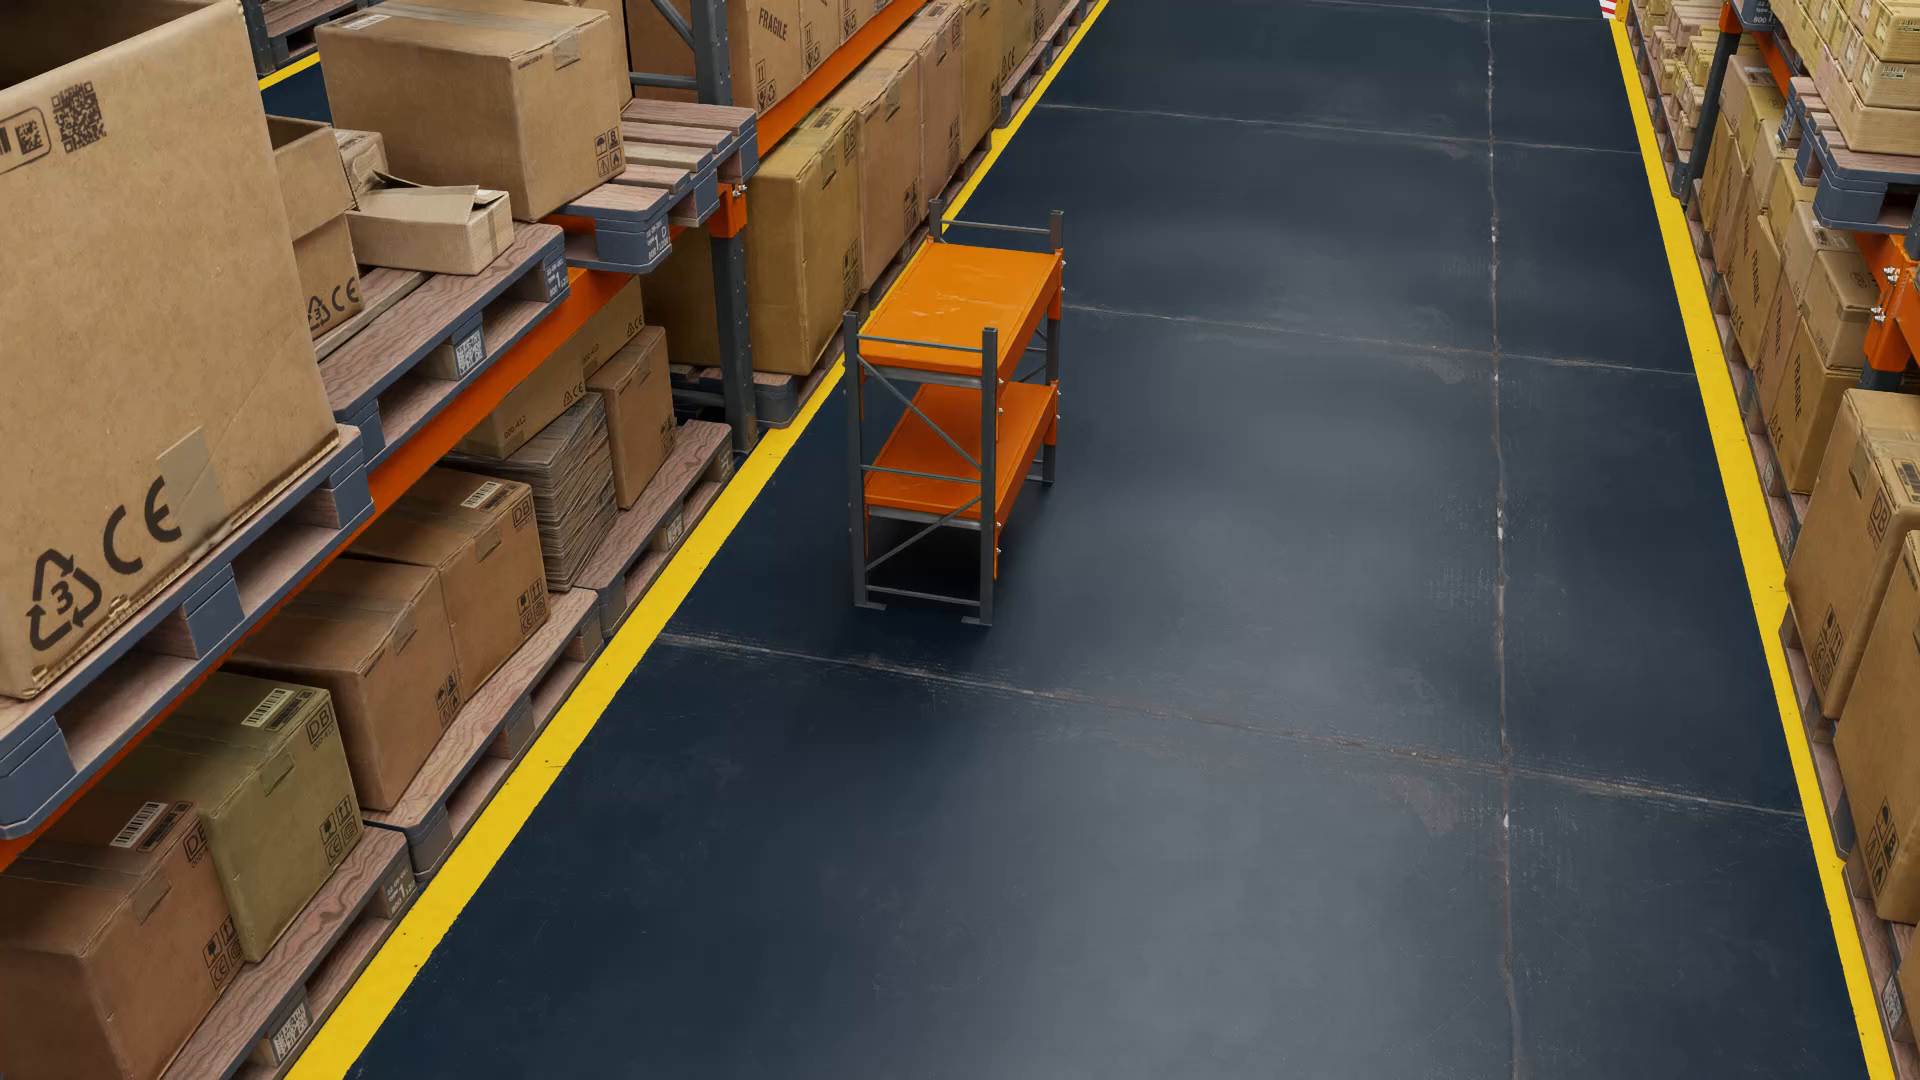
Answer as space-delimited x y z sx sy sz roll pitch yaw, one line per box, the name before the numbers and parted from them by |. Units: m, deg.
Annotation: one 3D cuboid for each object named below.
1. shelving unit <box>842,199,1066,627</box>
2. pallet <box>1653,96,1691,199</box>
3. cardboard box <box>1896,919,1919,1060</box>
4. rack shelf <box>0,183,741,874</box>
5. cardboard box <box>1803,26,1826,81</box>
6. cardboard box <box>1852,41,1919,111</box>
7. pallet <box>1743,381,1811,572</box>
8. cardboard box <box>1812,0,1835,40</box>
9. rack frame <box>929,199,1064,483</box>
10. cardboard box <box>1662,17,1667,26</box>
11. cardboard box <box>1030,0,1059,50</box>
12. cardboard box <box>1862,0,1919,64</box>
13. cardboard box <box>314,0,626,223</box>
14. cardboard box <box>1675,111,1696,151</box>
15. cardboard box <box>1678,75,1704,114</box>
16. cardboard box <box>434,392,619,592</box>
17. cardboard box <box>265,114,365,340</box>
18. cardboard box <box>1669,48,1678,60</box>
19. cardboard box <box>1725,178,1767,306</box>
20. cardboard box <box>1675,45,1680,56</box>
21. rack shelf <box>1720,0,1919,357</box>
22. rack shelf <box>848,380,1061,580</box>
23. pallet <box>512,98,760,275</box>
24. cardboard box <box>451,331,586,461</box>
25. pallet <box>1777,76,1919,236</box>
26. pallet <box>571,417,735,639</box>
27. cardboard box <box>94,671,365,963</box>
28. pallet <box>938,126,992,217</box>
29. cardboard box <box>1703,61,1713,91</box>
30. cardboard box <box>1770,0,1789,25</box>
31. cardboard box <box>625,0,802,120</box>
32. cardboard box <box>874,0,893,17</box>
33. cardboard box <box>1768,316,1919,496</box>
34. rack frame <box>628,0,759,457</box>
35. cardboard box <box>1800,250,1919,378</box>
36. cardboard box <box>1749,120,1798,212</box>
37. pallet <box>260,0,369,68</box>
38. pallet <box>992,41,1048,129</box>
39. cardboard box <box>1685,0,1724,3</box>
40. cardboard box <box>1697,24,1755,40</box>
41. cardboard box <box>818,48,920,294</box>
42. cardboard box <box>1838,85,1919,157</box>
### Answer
shelving unit | 0.002 -0.478 5.954 0.538 1.125 1.048 8 33 12
pallet | 4.591 -2.231 9.563 1.003 0.211 1.213 8 33 12
cardboard box | 2.744 1.035 3.532 1.050 0.750 0.750 8 33 12
rack shelf | -1.840 -0.365 4.699 1.077 0.370 4.000 8 33 12
cardboard box | 3.317 -1.759 6.064 0.380 0.149 0.250 8 33 12
cardboard box | 3.125 -1.494 5.369 0.380 0.149 0.250 9 33 13
pallet | 3.639 -0.207 6.379 1.003 0.211 1.213 8 33 12
cardboard box | 3.319 -1.899 6.007 0.380 0.149 0.250 8 33 12
rack frame | 0.131 -0.742 6.369 0.500 1.125 0.032 8 33 12
cardboard box | 4.840 -3.336 10.968 0.380 0.149 0.250 8 33 12
cardboard box | 0.156 -3.861 11.117 0.875 0.875 0.875 8 33 12
cardboard box | 3.121 -1.618 5.287 0.380 0.149 0.250 7 33 10
cardboard box | -1.476 -1.337 5.072 0.700 0.500 0.500 13 35 19
cardboard box | 4.225 -2.278 9.304 0.380 0.149 0.250 8 33 13
cardboard box | 4.284 -2.503 9.380 0.380 0.149 0.250 6 33 10
cardboard box | -1.611 -0.197 5.684 0.700 0.500 0.500 5 33 8
cardboard box | -1.997 -0.764 4.168 0.797 0.503 0.637 11 34 17
cardboard box | 4.619 -2.942 10.347 0.380 0.149 0.250 9 33 13
cardboard box | 3.758 -1.281 7.408 0.500 0.500 0.500 9 33 13
cardboard box | 4.627 -3.032 10.213 0.380 0.149 0.250 6 33 10
rack shelf | 3.947 -1.713 6.819 1.077 0.370 4.000 8 33 12
rack shelf | 0.002 -0.272 6.085 0.538 0.278 1.000 8 33 12
pallet | -1.410 -1.241 5.585 1.213 0.211 1.003 8 33 12
cardboard box | -1.598 -0.525 5.501 0.500 0.250 0.500 12 34 18
pallet | 3.517 -1.282 5.650 1.213 0.211 1.003 8 33 12
pallet | -1.532 -0.124 6.249 1.003 0.211 1.213 8 33 12
cardboard box | -2.032 0.678 4.308 0.700 0.500 0.500 8 33 12
pallet | -0.440 -2.195 9.506 1.003 0.211 1.213 8 33 12
cardboard box | 4.293 -2.500 9.097 0.380 0.149 0.250 9 34 14
cardboard box | 3.517 -2.175 6.718 0.380 0.149 0.250 7 33 10
cardboard box | -0.946 -1.964 6.450 0.500 0.500 0.500 9 34 14
cardboard box | -0.562 -2.757 7.698 0.500 0.500 0.500 8 33 13
cardboard box | 3.354 -0.478 6.145 0.500 0.500 0.500 8 33 12
rack frame | -1.332 -1.706 6.138 1.000 3.000 0.127 8 33 12
cardboard box | 3.360 -0.808 5.965 0.500 0.250 0.500 7 33 11
cardboard box | 3.745 -1.605 7.218 0.500 0.250 0.500 9 34 14
pallet | -4.959 -3.667 11.821 1.003 0.211 1.213 8 33 12
pallet | -0.049 -2.989 10.755 1.003 0.211 1.213 8 33 12
cardboard box | 4.722 -3.301 10.357 0.380 0.149 0.250 8 33 12
cardboard box | 4.517 -2.892 9.714 0.380 0.149 0.250 9 34 14
cardboard box | -0.903 -1.804 7.880 1.225 0.875 0.875 8 33 13
cardboard box | 3.120 -1.368 5.449 0.380 0.149 0.250 9 33 13
